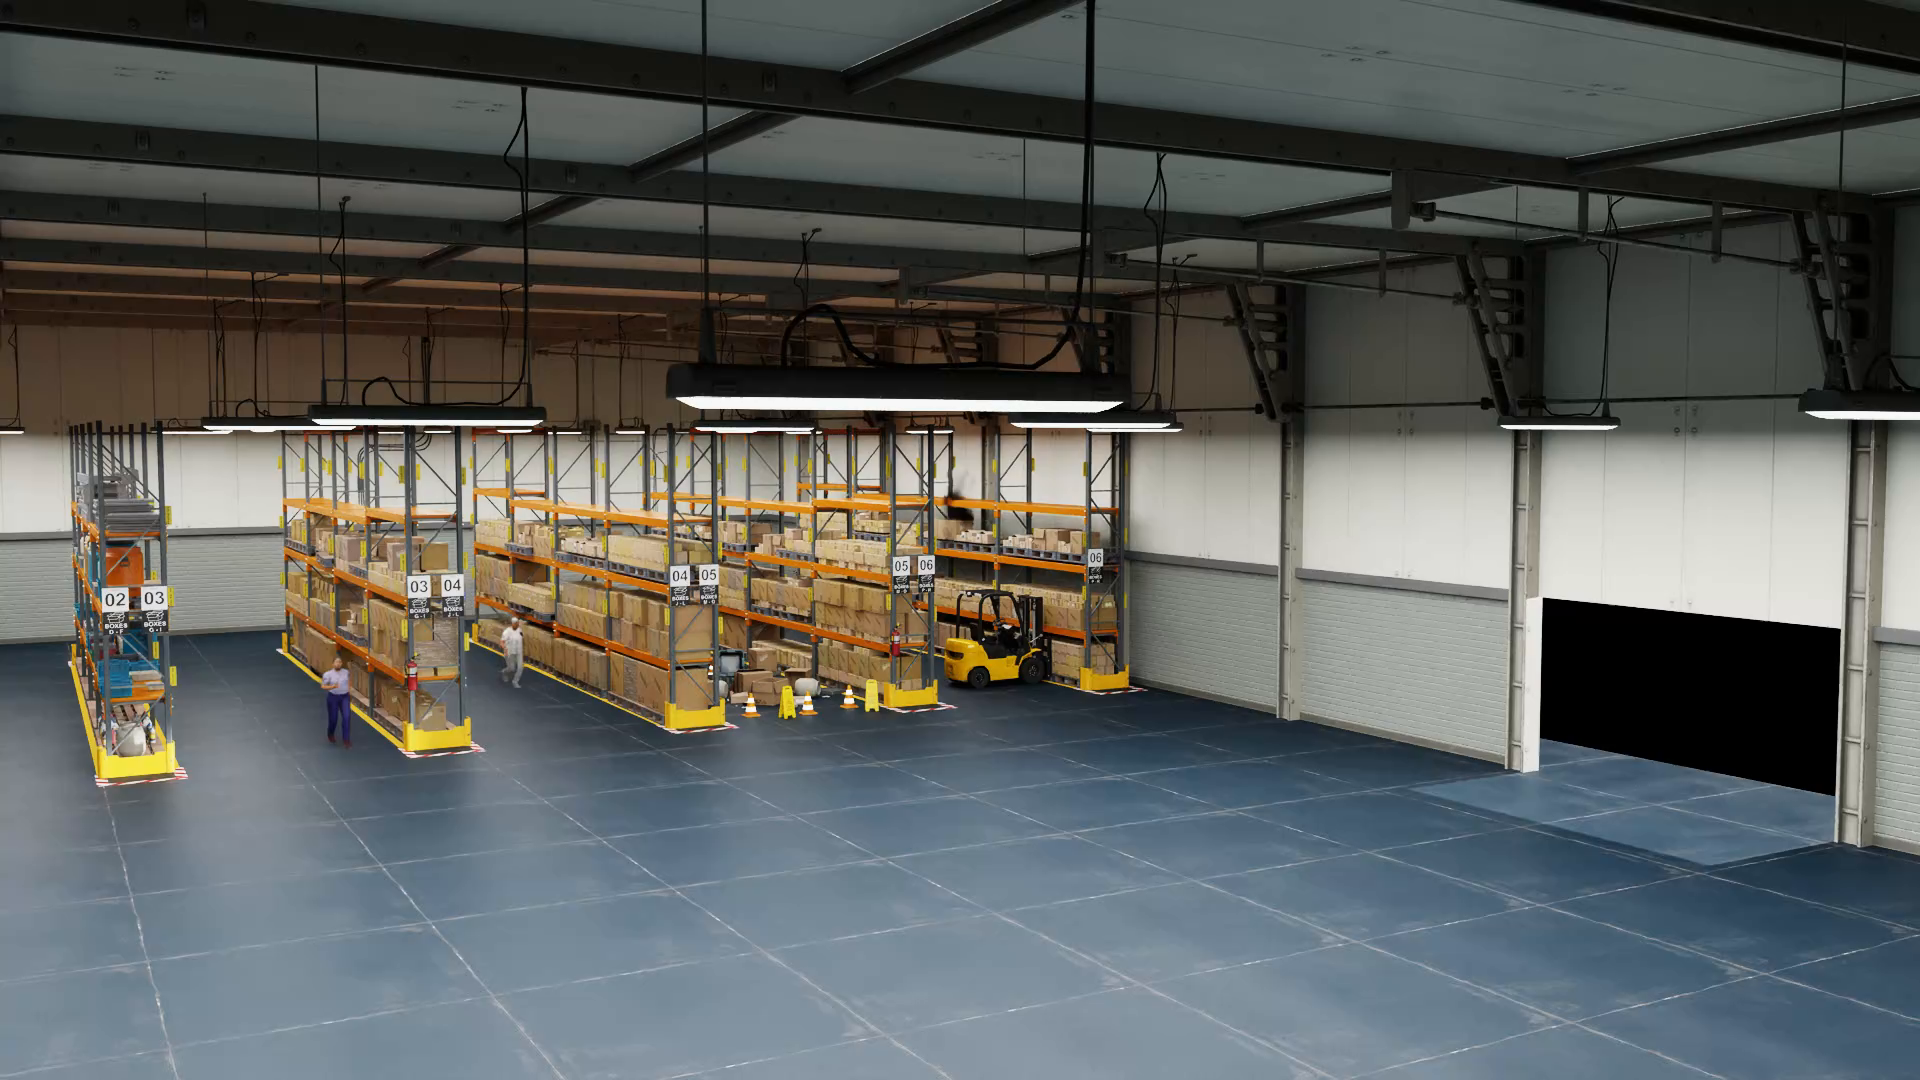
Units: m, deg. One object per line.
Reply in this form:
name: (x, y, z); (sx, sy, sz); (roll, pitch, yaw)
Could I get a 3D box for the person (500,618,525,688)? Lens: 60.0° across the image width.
person: (-10.237, 2.574, 38.065); (0.593, 1.619, 0.586); (-3, 5, -39)

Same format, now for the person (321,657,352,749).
person: (-11.484, 2.980, 30.718); (0.605, 1.660, 0.871); (-2, 4, -34)

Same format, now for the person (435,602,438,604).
person: (-14.804, 2.027, 46.644); (0.637, 1.604, 0.871); (2, 4, 31)
